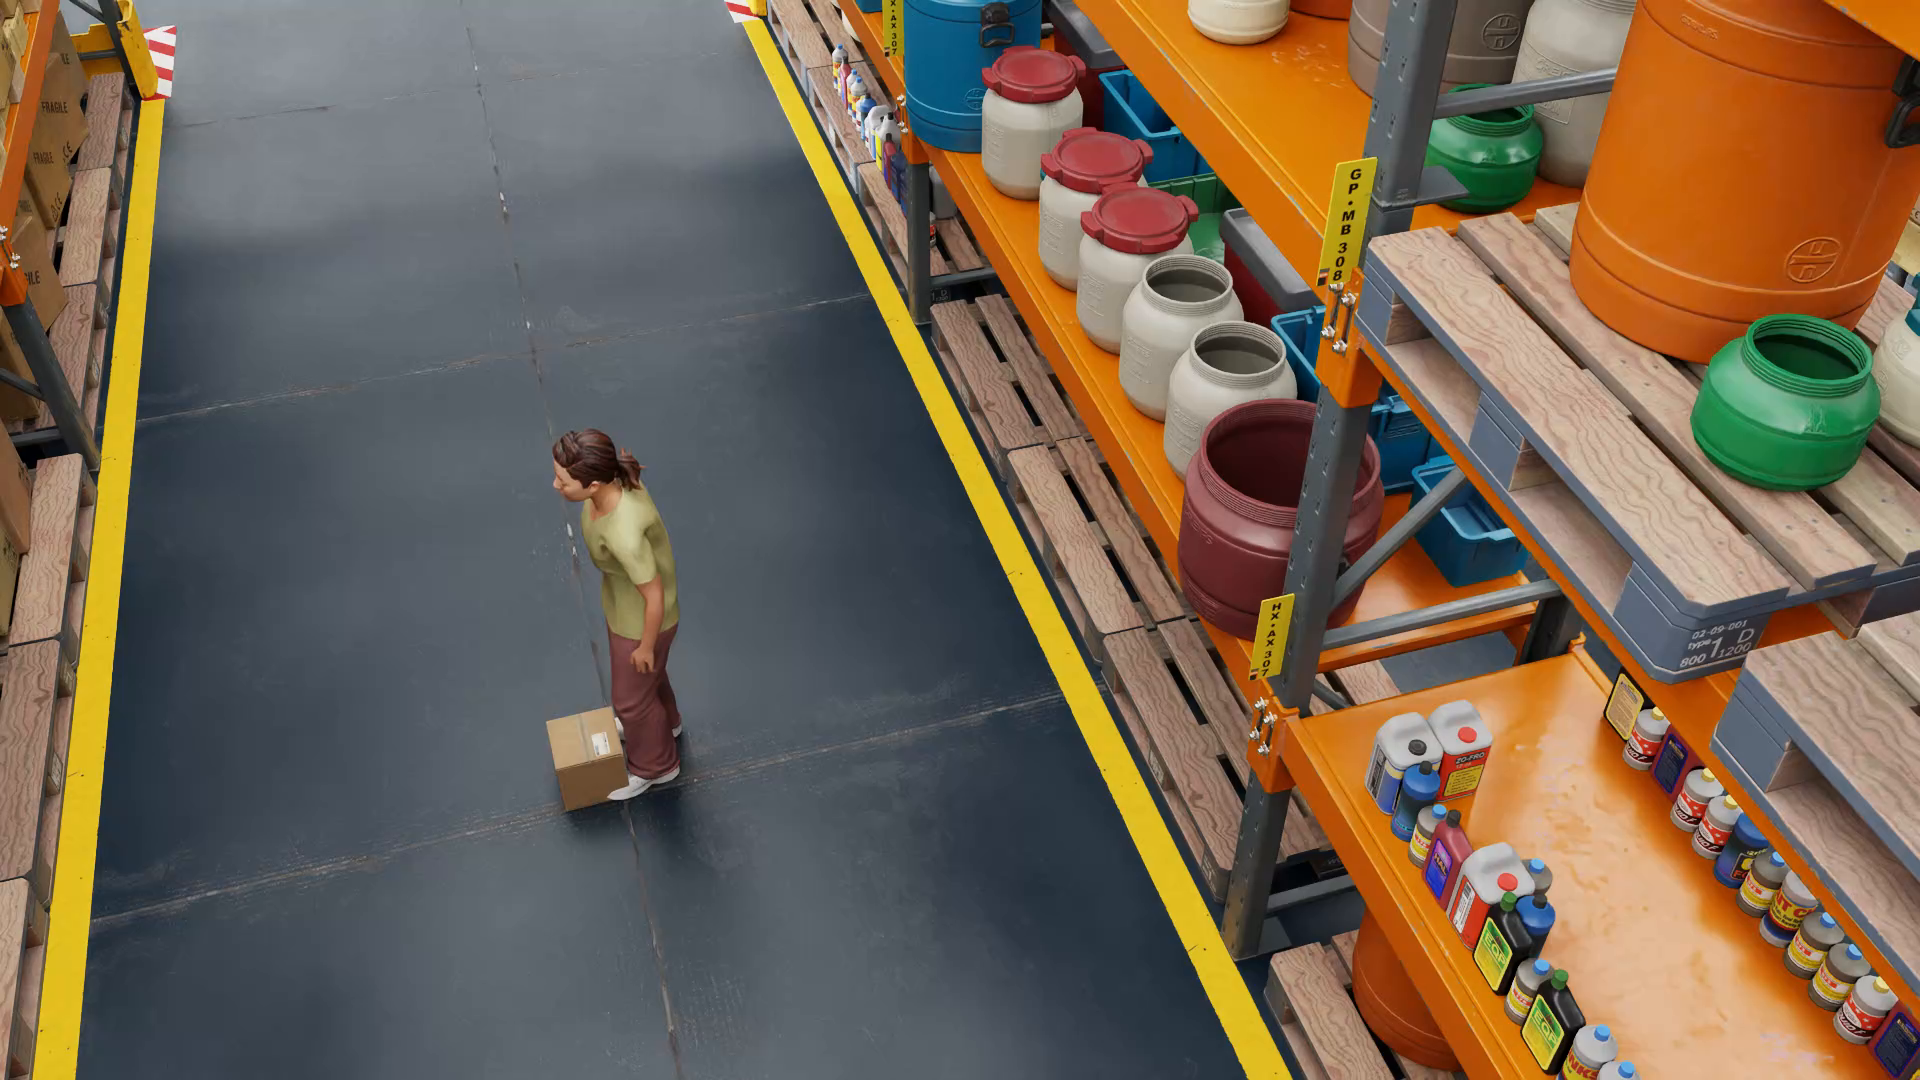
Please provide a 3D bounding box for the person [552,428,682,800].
[{"bbox_3d":[-1.197,0.260,5.877,0.412,1.672,0.521,-14,44,-15],"label":"person"}]
